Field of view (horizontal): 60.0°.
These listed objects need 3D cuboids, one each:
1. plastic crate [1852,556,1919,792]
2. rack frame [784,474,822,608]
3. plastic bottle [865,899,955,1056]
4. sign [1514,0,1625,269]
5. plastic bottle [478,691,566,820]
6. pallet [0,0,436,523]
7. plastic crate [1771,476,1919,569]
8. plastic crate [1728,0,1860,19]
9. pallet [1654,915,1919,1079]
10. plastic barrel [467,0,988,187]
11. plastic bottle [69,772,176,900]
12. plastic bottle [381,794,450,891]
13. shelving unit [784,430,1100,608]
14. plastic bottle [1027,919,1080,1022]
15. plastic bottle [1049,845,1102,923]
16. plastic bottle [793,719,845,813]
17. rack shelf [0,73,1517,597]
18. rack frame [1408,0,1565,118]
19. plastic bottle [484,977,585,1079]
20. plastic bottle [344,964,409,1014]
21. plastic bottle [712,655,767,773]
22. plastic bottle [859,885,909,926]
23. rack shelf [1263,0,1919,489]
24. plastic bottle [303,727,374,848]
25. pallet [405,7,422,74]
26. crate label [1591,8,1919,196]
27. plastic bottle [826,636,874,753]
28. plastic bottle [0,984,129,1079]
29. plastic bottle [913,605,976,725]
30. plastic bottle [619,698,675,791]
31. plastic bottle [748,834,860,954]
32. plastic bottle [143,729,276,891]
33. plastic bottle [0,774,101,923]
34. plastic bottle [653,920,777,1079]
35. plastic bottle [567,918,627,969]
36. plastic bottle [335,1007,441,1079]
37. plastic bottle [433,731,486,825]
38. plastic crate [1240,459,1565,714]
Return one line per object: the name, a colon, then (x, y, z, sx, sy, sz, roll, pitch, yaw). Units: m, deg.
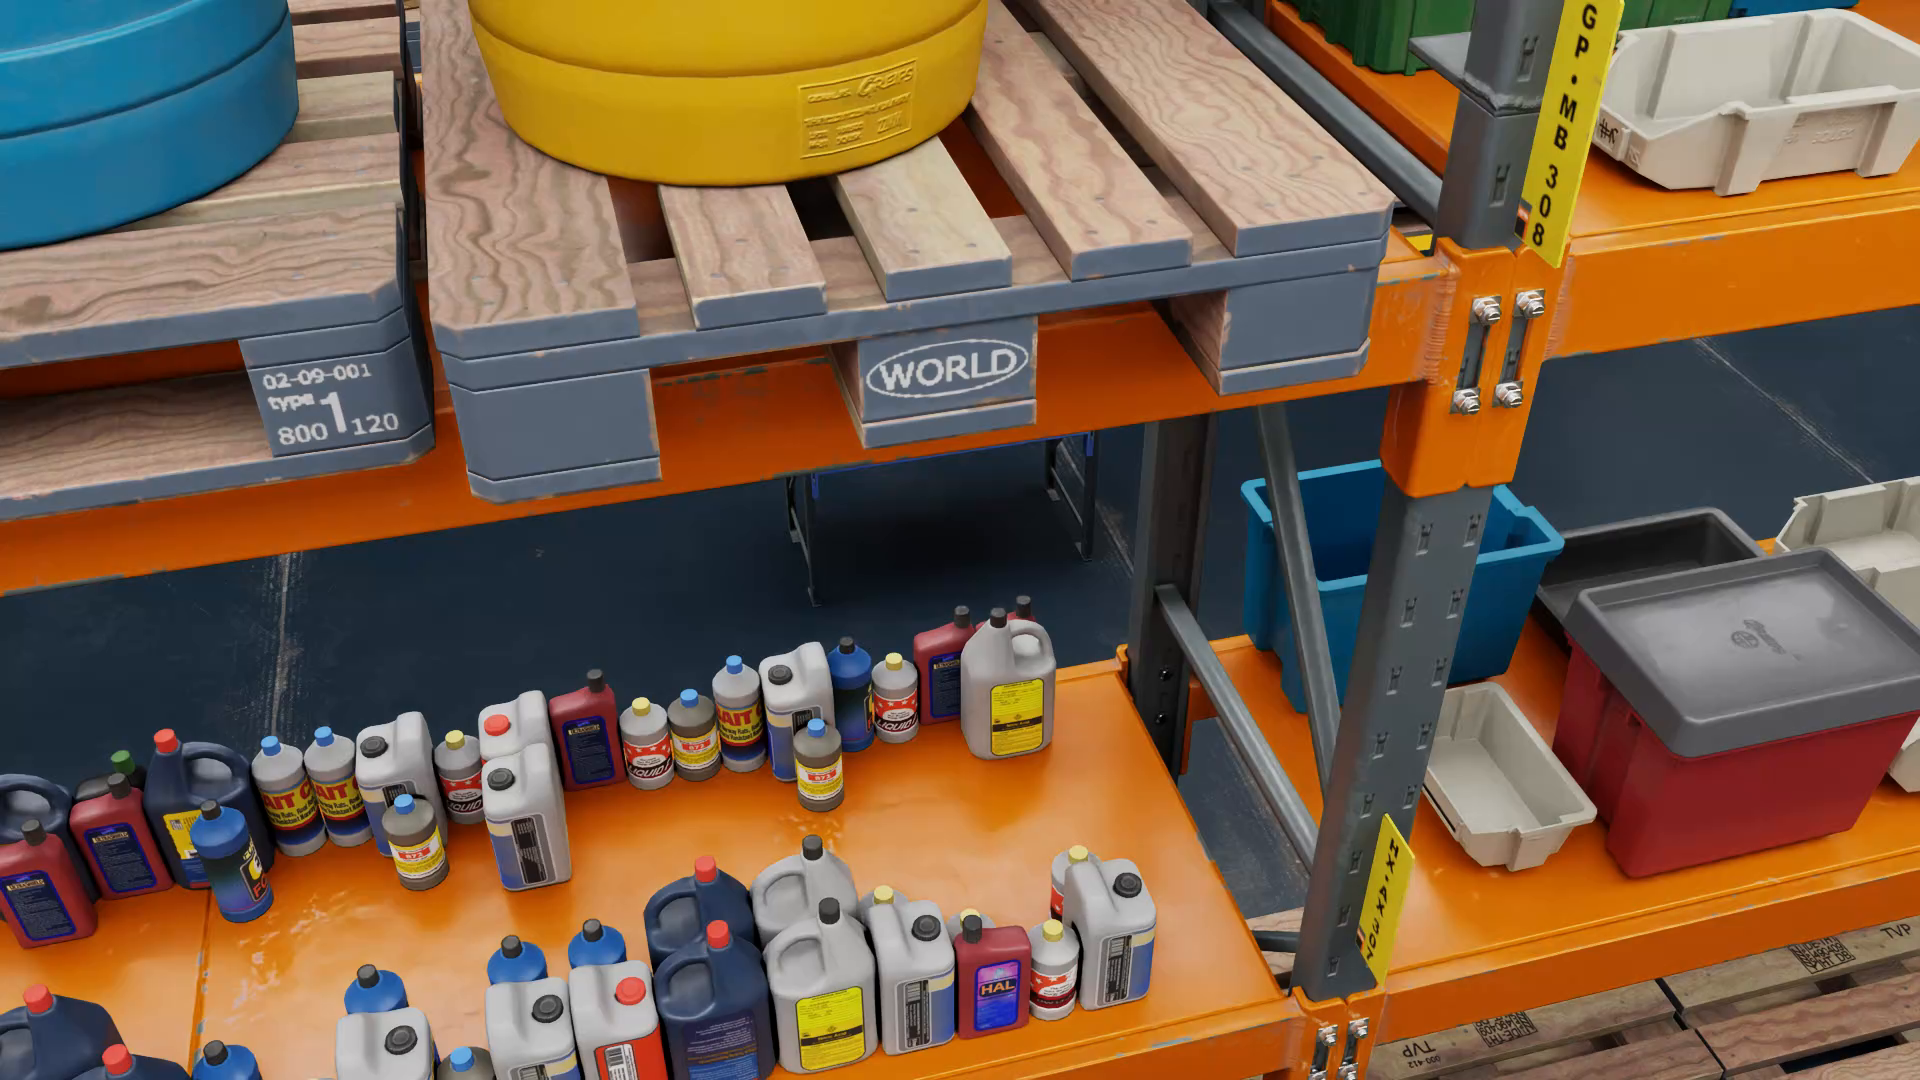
plastic crate: (2.086, 0.278, 3.466, 0.530, 0.282, 0.437, -9, 38, -12)
rack frame: (-0.573, -0.502, 5.671, 0.032, 1.500, 0.500, -9, 38, -12)
plastic bottle: (-0.086, 0.748, 2.905, 0.135, 0.276, 0.152, -9, 38, -12)
sign: (0.705, -0.483, 1.937, 0.005, 0.325, 0.100, -9, 38, -12)
plastic bottle: (-0.877, 0.435, 3.315, 0.135, 0.276, 0.152, -9, 38, -12)
pallet: (-1.262, -0.365, 1.944, 1.213, 0.211, 1.003, -9, 38, -12)
plastic crate: (2.166, 0.018, 3.926, 0.466, 0.136, 0.293, -9, 38, -12)
plastic crate: (1.359, -1.068, 2.846, 0.300, 0.233, 0.416, -9, 38, -12)
pallet: (2.443, 1.162, 4.558, 1.213, 0.211, 1.003, -9, 38, -12)
plastic barrel: (-0.265, -0.780, 1.832, 0.600, 0.588, 0.600, 0, 37, 0)
plastic bottle: (-1.592, 0.559, 3.147, 0.133, 0.283, 0.061, -9, 38, -12)
plastic bottle: (-1.050, 0.571, 3.198, 0.097, 0.201, 0.097, 0, 37, 0)
shelving unit: (-0.082, -0.582, 5.777, 1.048, 1.500, 0.538, -9, 38, -12)
plastic bottle: (0.162, 0.754, 2.959, 0.097, 0.201, 0.097, 0, 37, 0)
plastic bottle: (0.217, 0.650, 3.096, 0.097, 0.201, 0.097, 0, 37, 0)
plastic bottle: (-0.286, 0.446, 3.362, 0.097, 0.201, 0.097, 0, 37, 0)
rack shelf: (-1.367, -0.200, 2.166, 4.000, 0.370, 1.077, -9, 38, -12)
rack frame: (0.563, -1.994, 1.450, 0.127, 3.000, 1.000, -9, 38, -12)
plastic bottle: (-0.702, 0.849, 2.773, 0.135, 0.276, 0.152, -9, 38, -12)
plastic bottle: (-0.977, 0.818, 2.818, 0.097, 0.271, 0.097, 0, 37, 0)
plastic bottle: (-0.455, 0.350, 3.429, 0.097, 0.271, 0.097, 0, 37, 0)
plastic bottle: (-0.136, 0.707, 3.020, 0.097, 0.201, 0.097, 0, 37, 0)
rack shelf: (2.494, -0.834, 2.994, 4.000, 0.370, 1.077, -9, 38, -12)
plastic bottle: (-1.220, 0.476, 3.265, 0.097, 0.271, 0.097, 0, 37, 0)
pallet: (-2.710, -2.118, 6.708, 1.213, 0.211, 1.003, -9, 38, -12)
crate label: (1.111, -0.606, 2.321, 0.466, 0.136, 0.293, -9, 38, -12)
plastic bottle: (-0.231, 0.313, 3.477, 0.097, 0.271, 0.097, 0, 37, 0)
plastic bottle: (-1.472, 0.853, 2.707, 0.185, 0.351, 0.144, -9, 38, -12)
plastic bottle: (-0.031, 0.264, 3.532, 0.133, 0.283, 0.061, -9, 38, -12)
plastic bottle: (-0.643, 0.409, 3.410, 0.097, 0.201, 0.097, 0, 37, 0)
plastic bottle: (-0.276, 0.661, 2.957, 0.185, 0.351, 0.144, -9, 38, -12)
plastic bottle: (-1.444, 0.496, 3.174, 0.185, 0.351, 0.144, -9, 38, -12)
plastic bottle: (-1.751, 0.546, 3.108, 0.185, 0.351, 0.144, -9, 38, -12)
plastic bottle: (-0.417, 0.775, 2.808, 0.185, 0.351, 0.144, -9, 38, -12)
plastic bottle: (-0.623, 0.760, 2.894, 0.097, 0.271, 0.097, 0, 37, 0)
plastic bottle: (-0.926, 0.886, 2.725, 0.135, 0.276, 0.152, -9, 38, -12)
plastic bottle: (-0.996, 0.467, 3.335, 0.097, 0.201, 0.097, 0, 37, 0)
plastic crate: (0.925, 0.097, 3.618, 0.575, 0.384, 0.392, -9, 38, -12)
